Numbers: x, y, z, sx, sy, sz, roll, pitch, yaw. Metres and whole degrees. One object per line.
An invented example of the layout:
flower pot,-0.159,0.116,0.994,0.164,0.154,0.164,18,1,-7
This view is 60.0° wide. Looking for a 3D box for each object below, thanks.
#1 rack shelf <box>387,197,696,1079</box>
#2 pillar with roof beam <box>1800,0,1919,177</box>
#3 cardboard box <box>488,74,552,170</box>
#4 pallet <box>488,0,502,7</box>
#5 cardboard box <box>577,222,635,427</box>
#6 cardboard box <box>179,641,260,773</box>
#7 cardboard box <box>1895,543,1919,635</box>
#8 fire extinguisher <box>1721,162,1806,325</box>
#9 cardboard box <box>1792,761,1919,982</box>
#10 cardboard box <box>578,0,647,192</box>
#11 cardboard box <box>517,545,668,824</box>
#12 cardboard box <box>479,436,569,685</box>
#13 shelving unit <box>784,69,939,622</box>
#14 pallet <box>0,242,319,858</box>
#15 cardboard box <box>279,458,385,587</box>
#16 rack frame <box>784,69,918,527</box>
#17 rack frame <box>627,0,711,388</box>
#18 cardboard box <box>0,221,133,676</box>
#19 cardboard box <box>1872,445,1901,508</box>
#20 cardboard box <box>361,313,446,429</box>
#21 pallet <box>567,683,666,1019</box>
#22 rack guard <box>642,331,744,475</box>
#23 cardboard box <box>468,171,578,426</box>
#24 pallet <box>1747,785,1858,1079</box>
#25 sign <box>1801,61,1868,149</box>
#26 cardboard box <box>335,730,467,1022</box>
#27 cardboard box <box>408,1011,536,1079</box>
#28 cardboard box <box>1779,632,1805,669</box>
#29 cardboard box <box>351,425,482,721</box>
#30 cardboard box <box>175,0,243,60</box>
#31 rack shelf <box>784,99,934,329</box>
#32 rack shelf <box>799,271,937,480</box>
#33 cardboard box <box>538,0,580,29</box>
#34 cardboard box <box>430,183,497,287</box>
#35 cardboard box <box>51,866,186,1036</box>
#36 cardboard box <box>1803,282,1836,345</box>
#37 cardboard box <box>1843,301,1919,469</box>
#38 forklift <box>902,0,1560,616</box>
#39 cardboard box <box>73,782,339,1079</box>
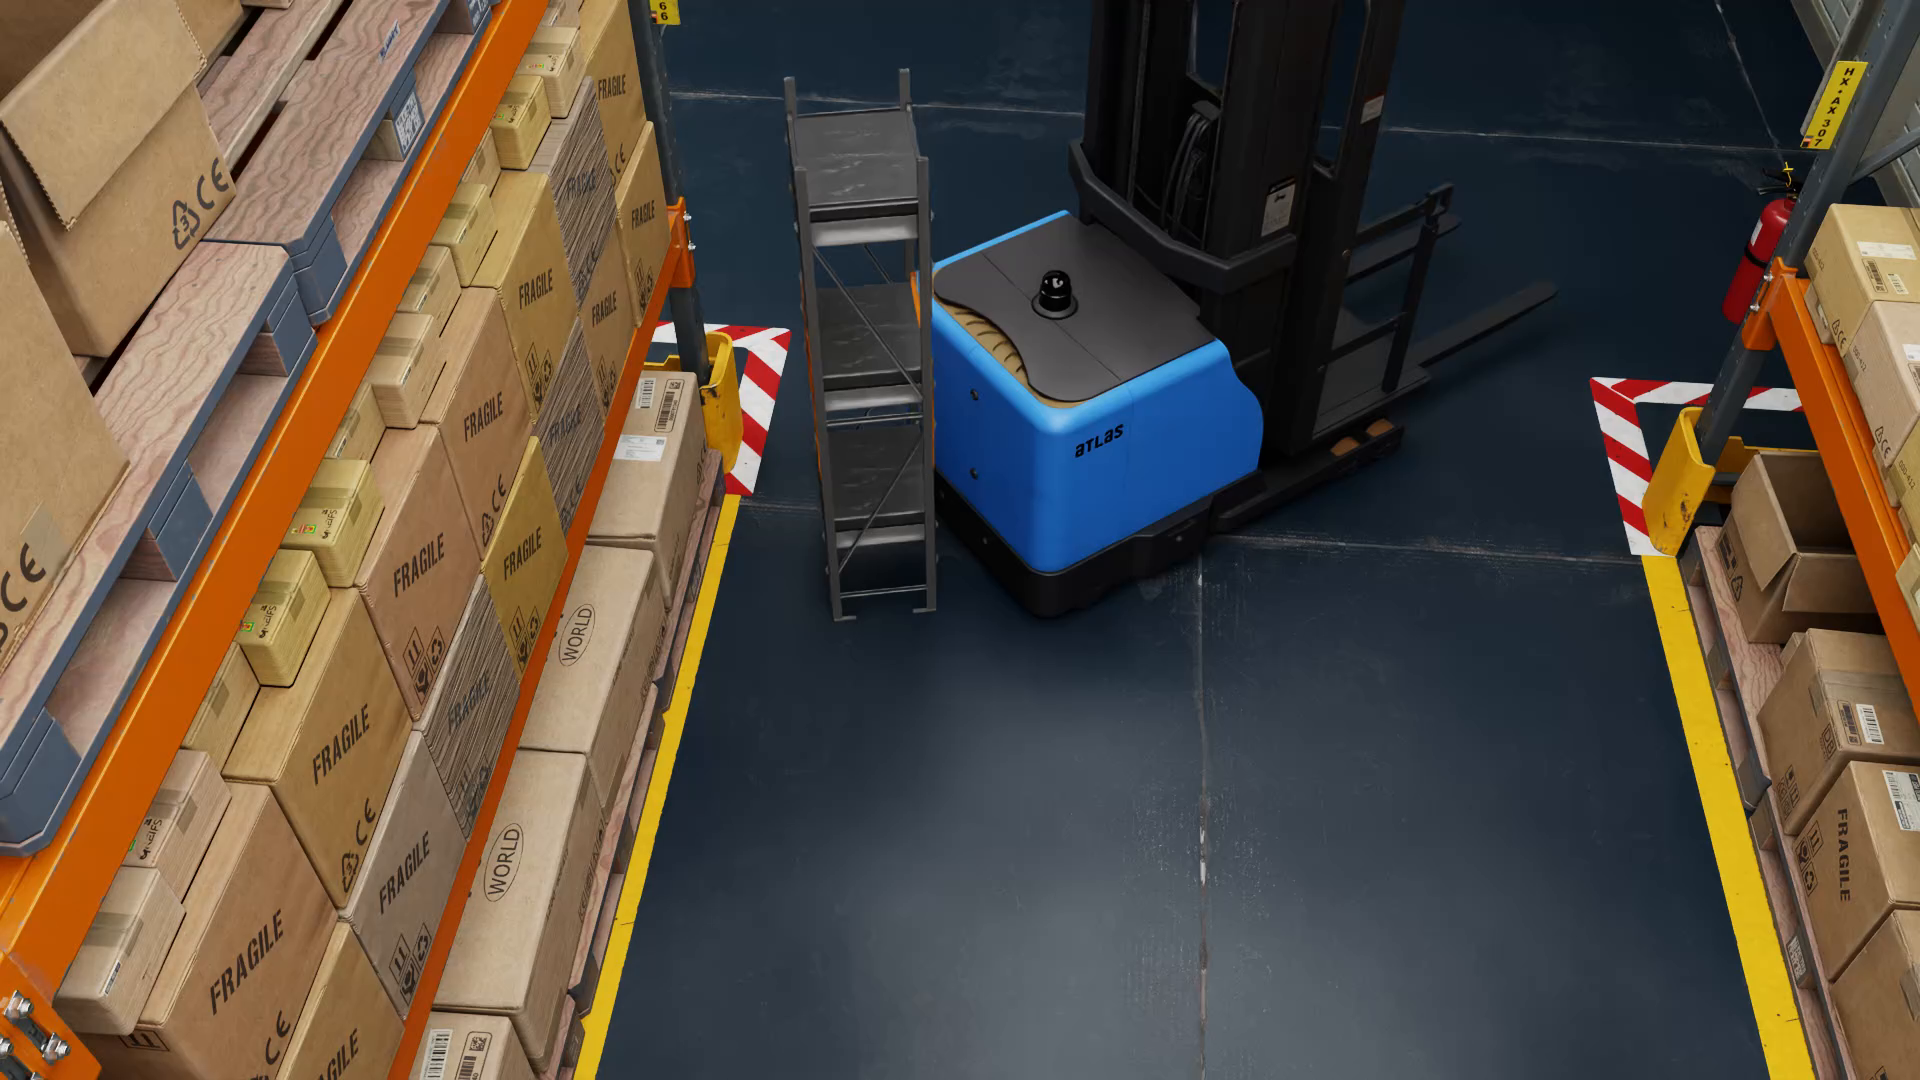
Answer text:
rack shelf,-1.714,0.285,4.970,1.077,0.370,4.000,4,48,4
pillar with roof beam,0.268,-5.331,5.554,9.100,9.000,0.400,4,48,4
cardboard box,-1.368,-1.174,4.632,0.380,0.149,0.250,5,48,4
pallet,-1.589,-1.864,4.475,1.003,0.211,1.213,4,48,4
cardboard box,-1.373,-0.721,5.335,0.500,0.500,0.500,3,48,3
cardboard box,-1.621,0.327,3.259,0.380,0.149,0.250,3,48,3
cardboard box,2.941,0.155,4.772,0.380,0.149,0.250,3,48,2
fire extinguisher,2.965,-1.083,6.039,0.296,0.674,0.183,4,48,4
cardboard box,2.997,1.056,5.187,0.500,0.500,0.500,5,48,4
cardboard box,-1.339,-1.428,5.304,0.500,0.500,0.500,5,48,5
cardboard box,-1.568,0.460,5.774,0.875,0.438,0.875,5,48,5
cardboard box,-1.444,0.038,4.641,0.500,0.500,0.500,5,48,5
shelving unit,-0.327,-0.592,5.894,0.431,2.100,0.503,-6,48,-5
pallet,-1.811,-0.071,2.835,1.003,0.211,1.213,4,48,4
cardboard box,-1.484,-0.044,3.599,0.380,0.149,0.250,3,48,2
rack frame,-0.360,-0.770,6.057,0.400,2.100,0.015,-6,48,-5
rack frame,-1.532,-1.427,6.049,1.000,3.000,0.127,4,48,4
cardboard box,-1.634,-0.128,2.407,0.500,0.500,0.500,5,48,4
cardboard box,3.058,-0.221,5.116,0.380,0.149,0.250,5,48,5
cardboard box,-1.452,-0.411,3.934,0.380,0.149,0.250,4,48,4
pallet,-1.641,1.001,5.718,1.003,0.211,1.213,4,48,4
rack guard,-1.530,-0.601,6.987,1.175,0.500,0.348,4,48,4
cardboard box,-1.405,-0.679,4.619,0.500,0.500,0.500,4,48,3
pallet,3.219,1.381,5.370,1.003,0.211,1.213,4,48,4
sign,2.871,-1.425,5.460,0.100,0.325,0.005,4,48,4
cardboard box,-1.543,0.782,3.961,0.500,0.500,0.500,4,48,4
cardboard box,-1.732,1.781,4.566,0.875,0.438,0.875,3,48,3
cardboard box,3.184,0.477,5.954,0.380,0.149,0.250,2,48,2
cardboard box,-1.502,0.061,3.942,0.500,0.500,0.500,5,48,4
cardboard box,-1.865,-1.178,3.367,0.500,0.500,0.500,5,48,4
rack shelf,-0.327,-1.055,5.388,0.431,0.518,0.480,-6,48,-5
rack shelf,-0.327,-0.583,5.904,0.431,0.518,0.480,-6,48,-5
cardboard box,-1.364,-1.552,4.978,0.380,0.149,0.250,5,48,4
cardboard box,-1.427,-0.799,4.289,0.380,0.149,0.250,5,48,4
cardboard box,-1.609,0.707,2.911,0.380,0.149,0.250,3,48,3
cardboard box,3.108,-0.788,5.634,0.380,0.149,0.250,4,48,3
cardboard box,3.056,-0.460,5.064,0.500,0.250,0.500,4,48,4
forklift,1.273,-1.560,6.216,3.031,2.935,1.130,-26,53,-22
cardboard box,-1.612,0.807,3.260,0.500,0.500,0.500,4,48,4
